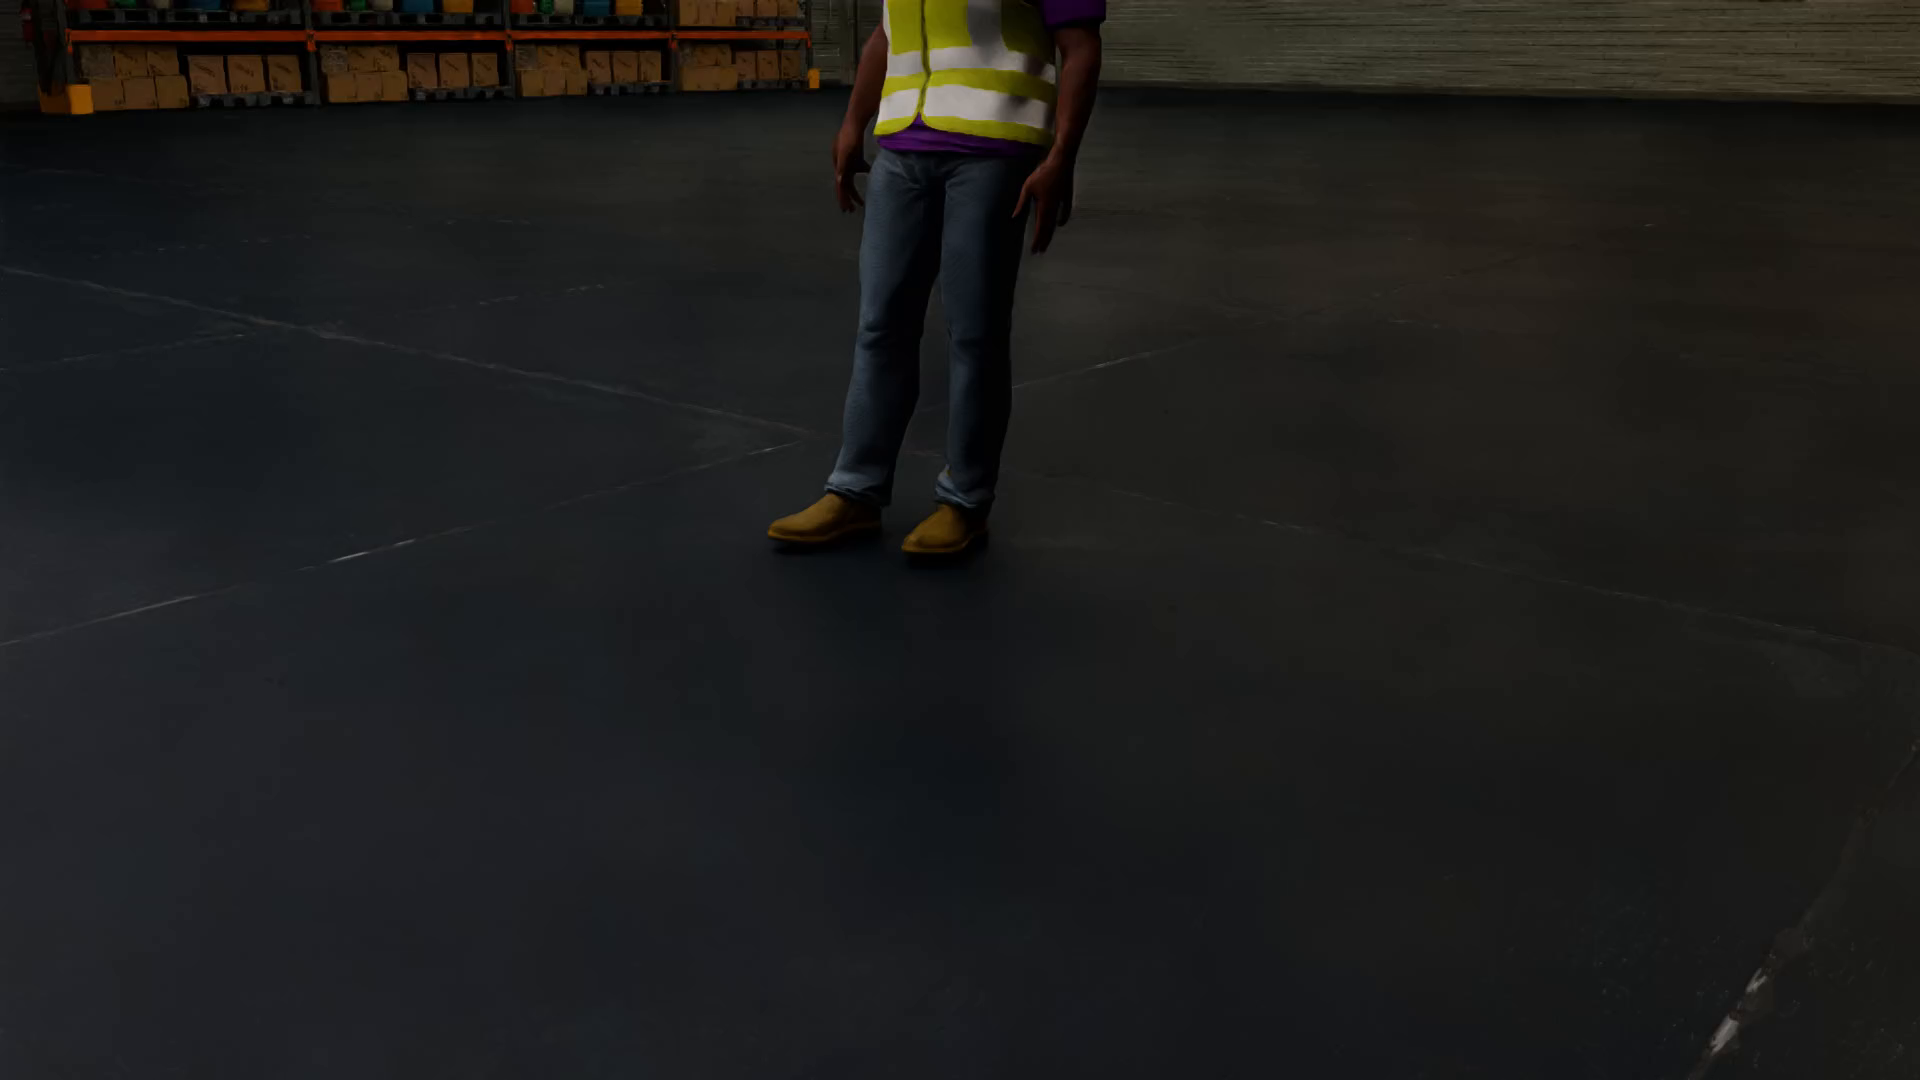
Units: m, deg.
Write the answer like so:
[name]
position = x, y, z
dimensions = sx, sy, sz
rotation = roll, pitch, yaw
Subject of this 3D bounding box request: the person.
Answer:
[person]
position = -0.049, -0.837, 3.635
dimensions = 0.665, 1.766, 0.576
rotation = 13, 21, 37
